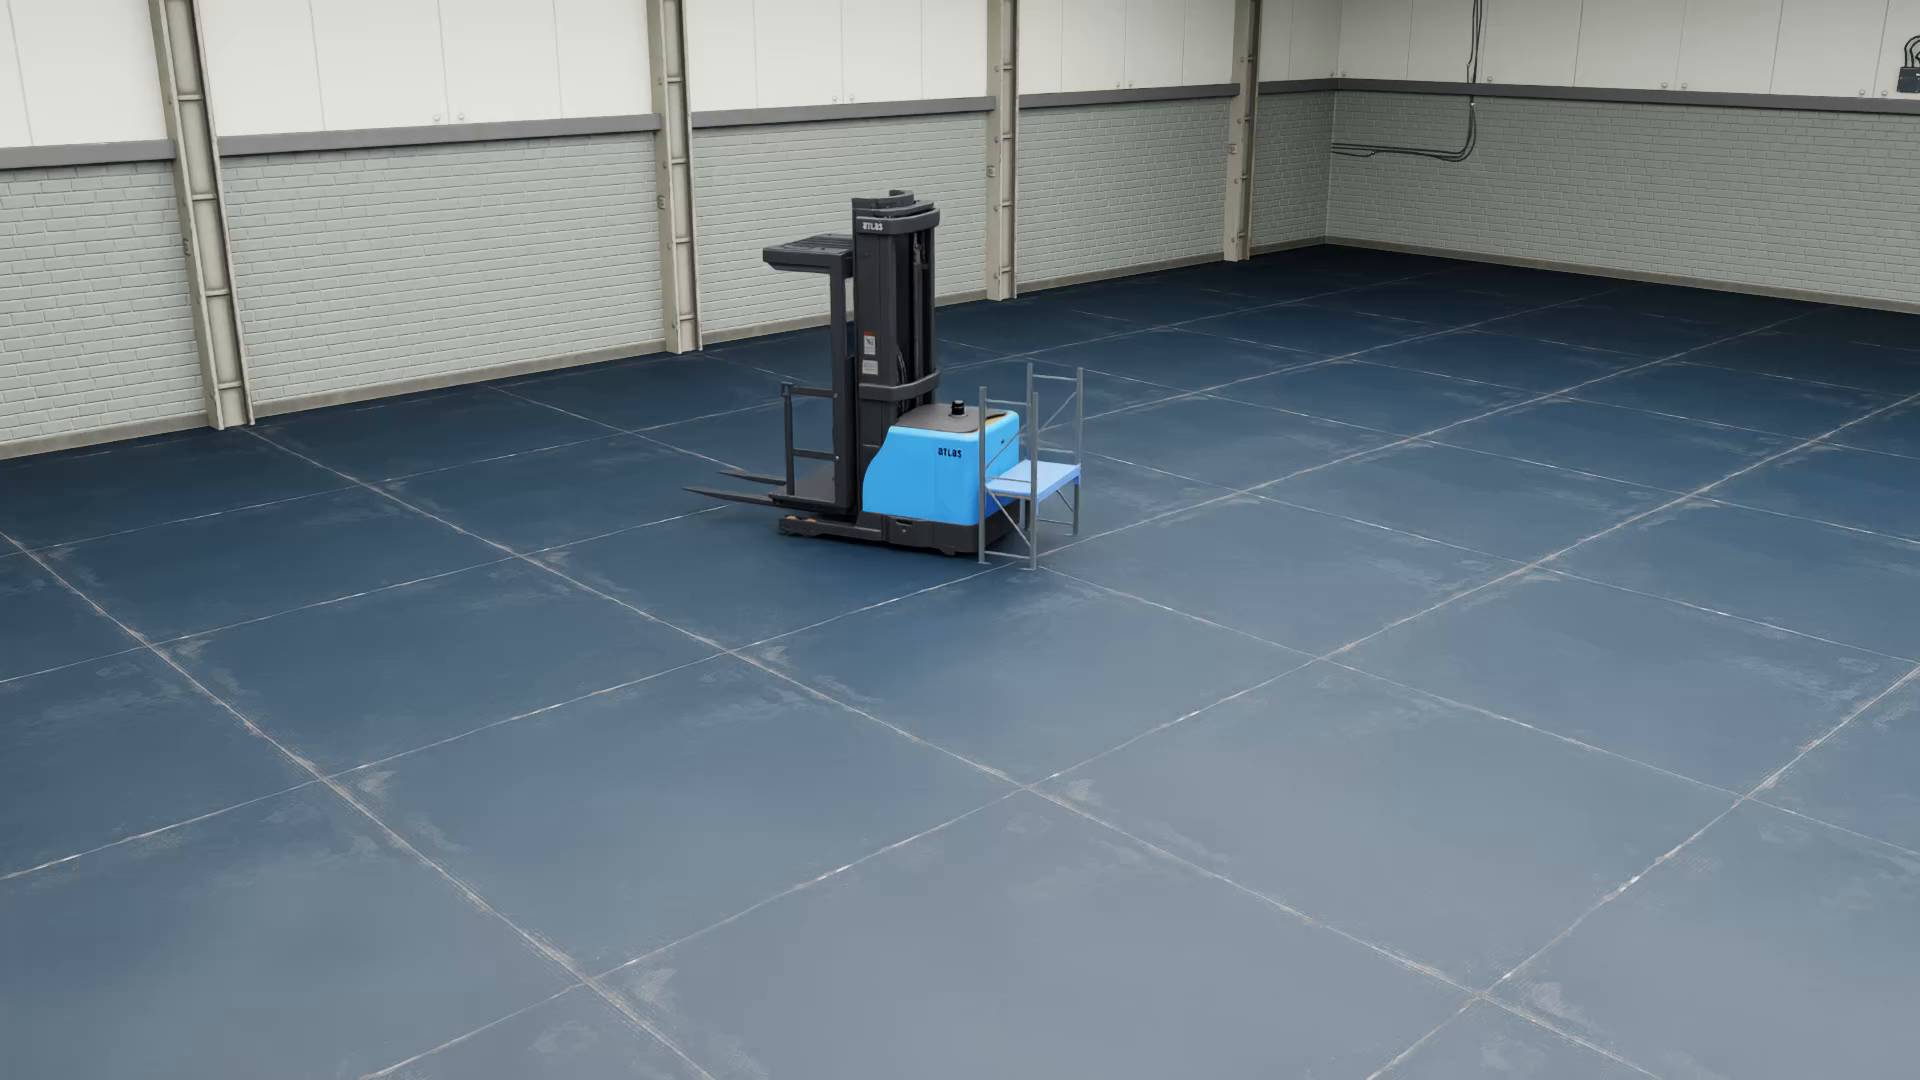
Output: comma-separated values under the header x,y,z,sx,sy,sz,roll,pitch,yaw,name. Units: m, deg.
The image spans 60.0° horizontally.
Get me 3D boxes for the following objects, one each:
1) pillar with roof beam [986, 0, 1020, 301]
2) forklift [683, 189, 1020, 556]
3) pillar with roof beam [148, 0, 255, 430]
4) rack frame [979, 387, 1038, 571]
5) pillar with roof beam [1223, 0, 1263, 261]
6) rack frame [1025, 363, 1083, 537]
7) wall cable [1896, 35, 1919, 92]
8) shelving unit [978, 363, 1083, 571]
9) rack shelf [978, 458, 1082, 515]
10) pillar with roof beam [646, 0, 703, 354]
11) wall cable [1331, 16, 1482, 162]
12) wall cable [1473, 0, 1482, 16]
x,y,z,sx,sy,sz,roll,pitch,yaw,name
3.608,-7.138,21.911,0.400,9.000,9.100,-16,24,-41,pillar with roof beam
-1.030,-1.550,14.514,3.031,2.935,1.130,8,20,24,forklift
-5.111,-4.596,14.068,0.400,9.000,9.100,-16,24,-41,pillar with roof beam
0.391,-0.490,13.563,0.500,1.500,0.032,8,20,23,rack frame
7.968,-8.410,25.832,0.400,9.000,9.100,-16,24,-41,pillar with roof beam
0.811,-0.775,14.444,0.500,1.500,0.032,8,20,23,rack frame
14.570,-9.189,22.723,0.169,6.003,2.305,-16,24,-41,wall cable
0.601,-0.632,14.003,0.538,1.500,1.048,8,20,23,shelving unit
0.601,-0.461,14.059,0.538,0.185,1.000,8,20,23,rack shelf
-0.752,-5.867,17.990,0.400,9.000,9.100,-16,24,-41,pillar with roof beam
8.059,-8.225,30.298,0.112,2.526,3.097,-16,24,-41,wall cable
9.918,-10.022,27.649,0.112,2.526,3.097,-16,24,-41,wall cable
